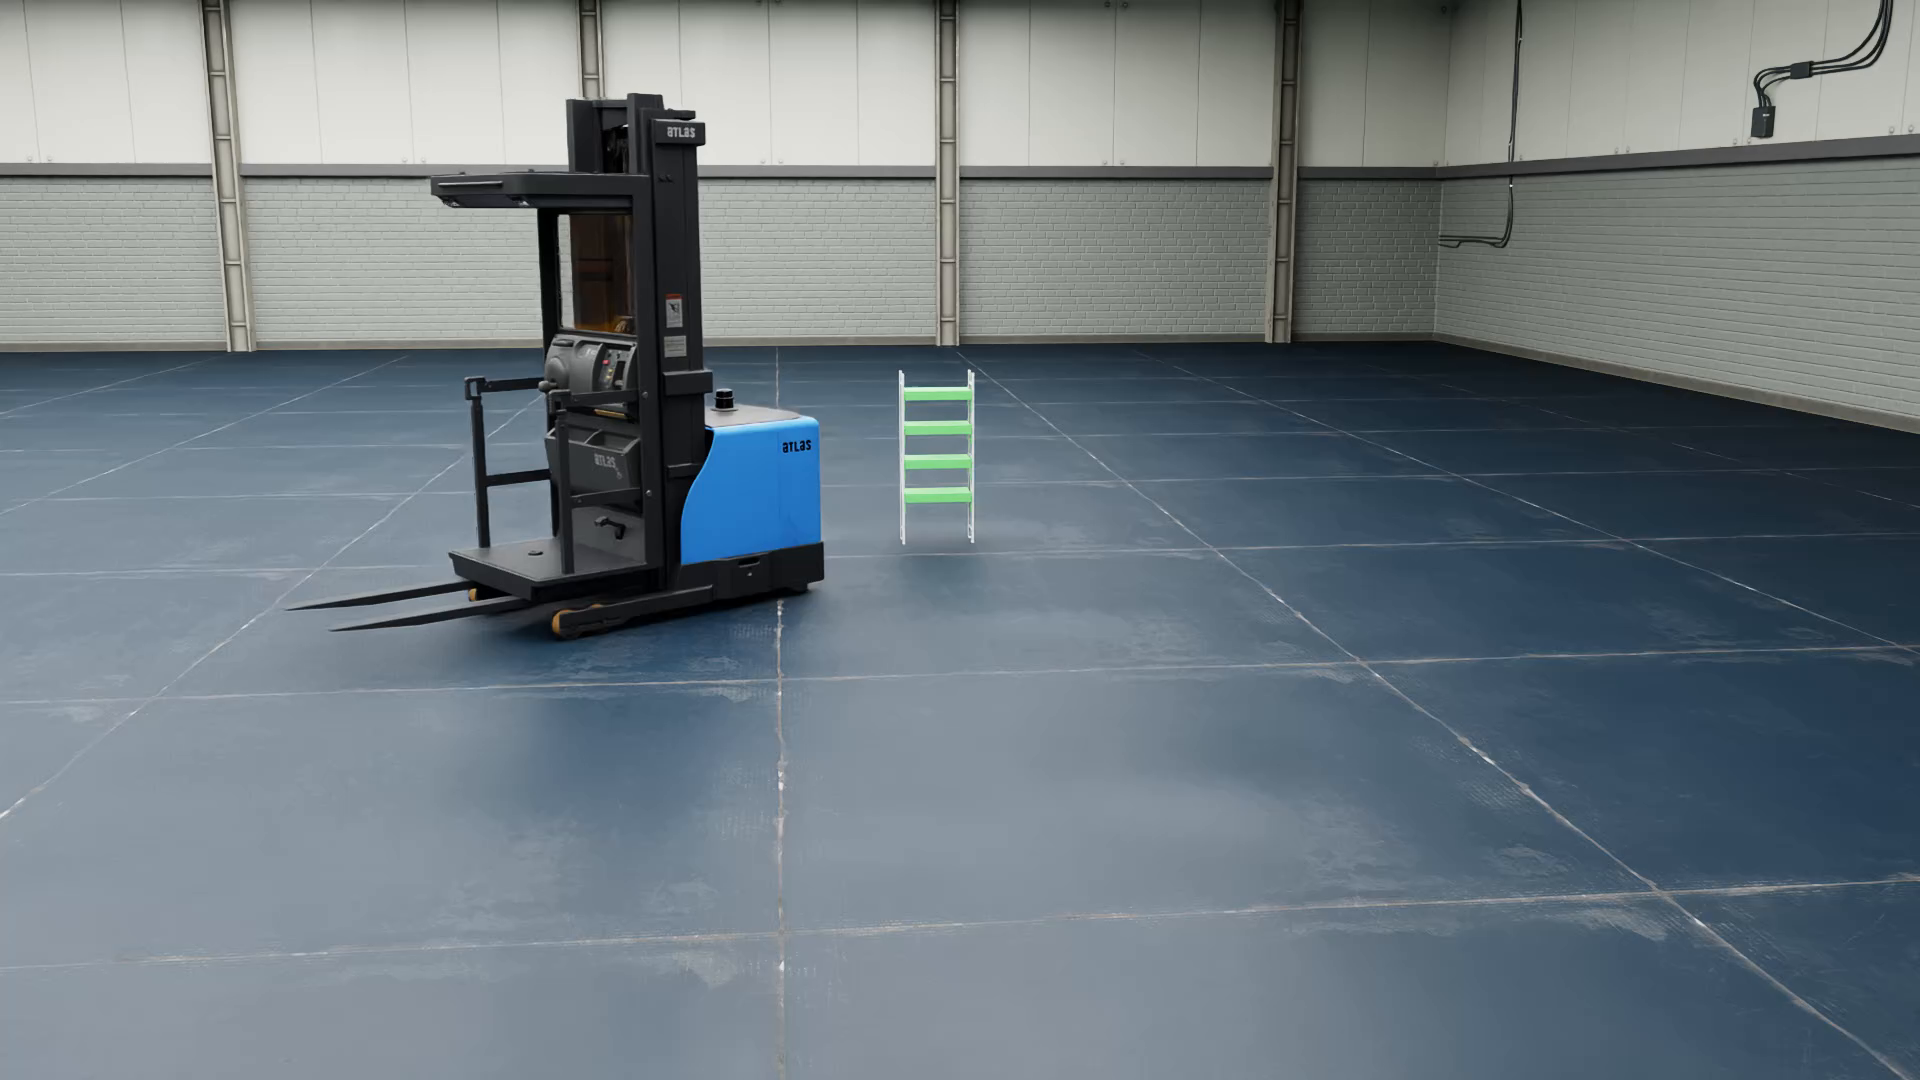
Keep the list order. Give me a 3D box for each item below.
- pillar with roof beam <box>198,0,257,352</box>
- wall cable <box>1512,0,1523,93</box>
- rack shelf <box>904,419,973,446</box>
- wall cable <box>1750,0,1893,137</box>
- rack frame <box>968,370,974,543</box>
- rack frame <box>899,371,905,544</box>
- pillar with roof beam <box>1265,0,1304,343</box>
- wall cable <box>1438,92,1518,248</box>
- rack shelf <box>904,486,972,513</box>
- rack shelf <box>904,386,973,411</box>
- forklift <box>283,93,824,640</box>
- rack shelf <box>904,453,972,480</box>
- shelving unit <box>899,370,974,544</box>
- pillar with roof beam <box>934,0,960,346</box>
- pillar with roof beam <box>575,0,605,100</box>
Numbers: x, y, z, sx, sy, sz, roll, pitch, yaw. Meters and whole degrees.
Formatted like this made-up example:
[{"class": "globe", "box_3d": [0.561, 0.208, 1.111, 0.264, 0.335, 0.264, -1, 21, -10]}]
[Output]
[{"class": "pillar with roof beam", "box_3d": [-11.687, -6.793, 23.093, 0.400, 9.000, 9.100, -1, 11, -6]}, {"class": "wall cable", "box_3d": [9.106, -8.237, 25.396, 0.112, 2.526, 3.097, -1, 11, -6]}, {"class": "rack shelf", "box_3d": [-0.165, -0.758, 11.701, 0.480, 0.148, 0.258, -1, 11, -6]}, {"class": "wall cable", "box_3d": [9.824, -7.649, 18.632, 0.169, 6.003, 2.305, -1, 11, -6]}, {"class": "rack frame", "box_3d": [0.078, -0.590, 11.761, 0.015, 1.200, 0.240, -1, 11, -6]}, {"class": "rack frame", "box_3d": [-0.407, -0.580, 11.709, 0.015, 1.200, 0.240, -1, 11, -6]}, {"class": "pillar with roof beam", "box_3d": [6.207, -7.168, 25.000, 0.400, 9.000, 9.100, -1, 11, -6]}, {"class": "wall cable", "box_3d": [8.814, -6.278, 28.522, 0.112, 2.526, 3.097, -1, 11, -6]}, {"class": "rack shelf", "box_3d": [-0.165, -0.287, 11.793, 0.480, 0.148, 0.258, -1, 11, -6]}, {"class": "rack shelf", "box_3d": [-0.165, -0.994, 11.654, 0.480, 0.148, 0.258, -1, 11, -6]}, {"class": "forklift", "box_3d": [-2.271, -1.006, 9.389, 3.031, 2.935, 1.130, -10, 15, -41]}, {"class": "rack shelf", "box_3d": [-0.165, -0.523, 11.747, 0.480, 0.148, 0.258, -1, 11, -6]}, {"class": "shelving unit", "box_3d": [-0.165, -0.585, 11.735, 0.503, 1.200, 0.258, -1, 11, -6]}, {"class": "pillar with roof beam", "box_3d": [0.243, -7.043, 24.365, 0.400, 9.000, 9.100, -1, 11, -6]}, {"class": "pillar with roof beam", "box_3d": [-5.722, -6.918, 23.729, 0.400, 9.000, 9.100, -1, 11, -6]}]
